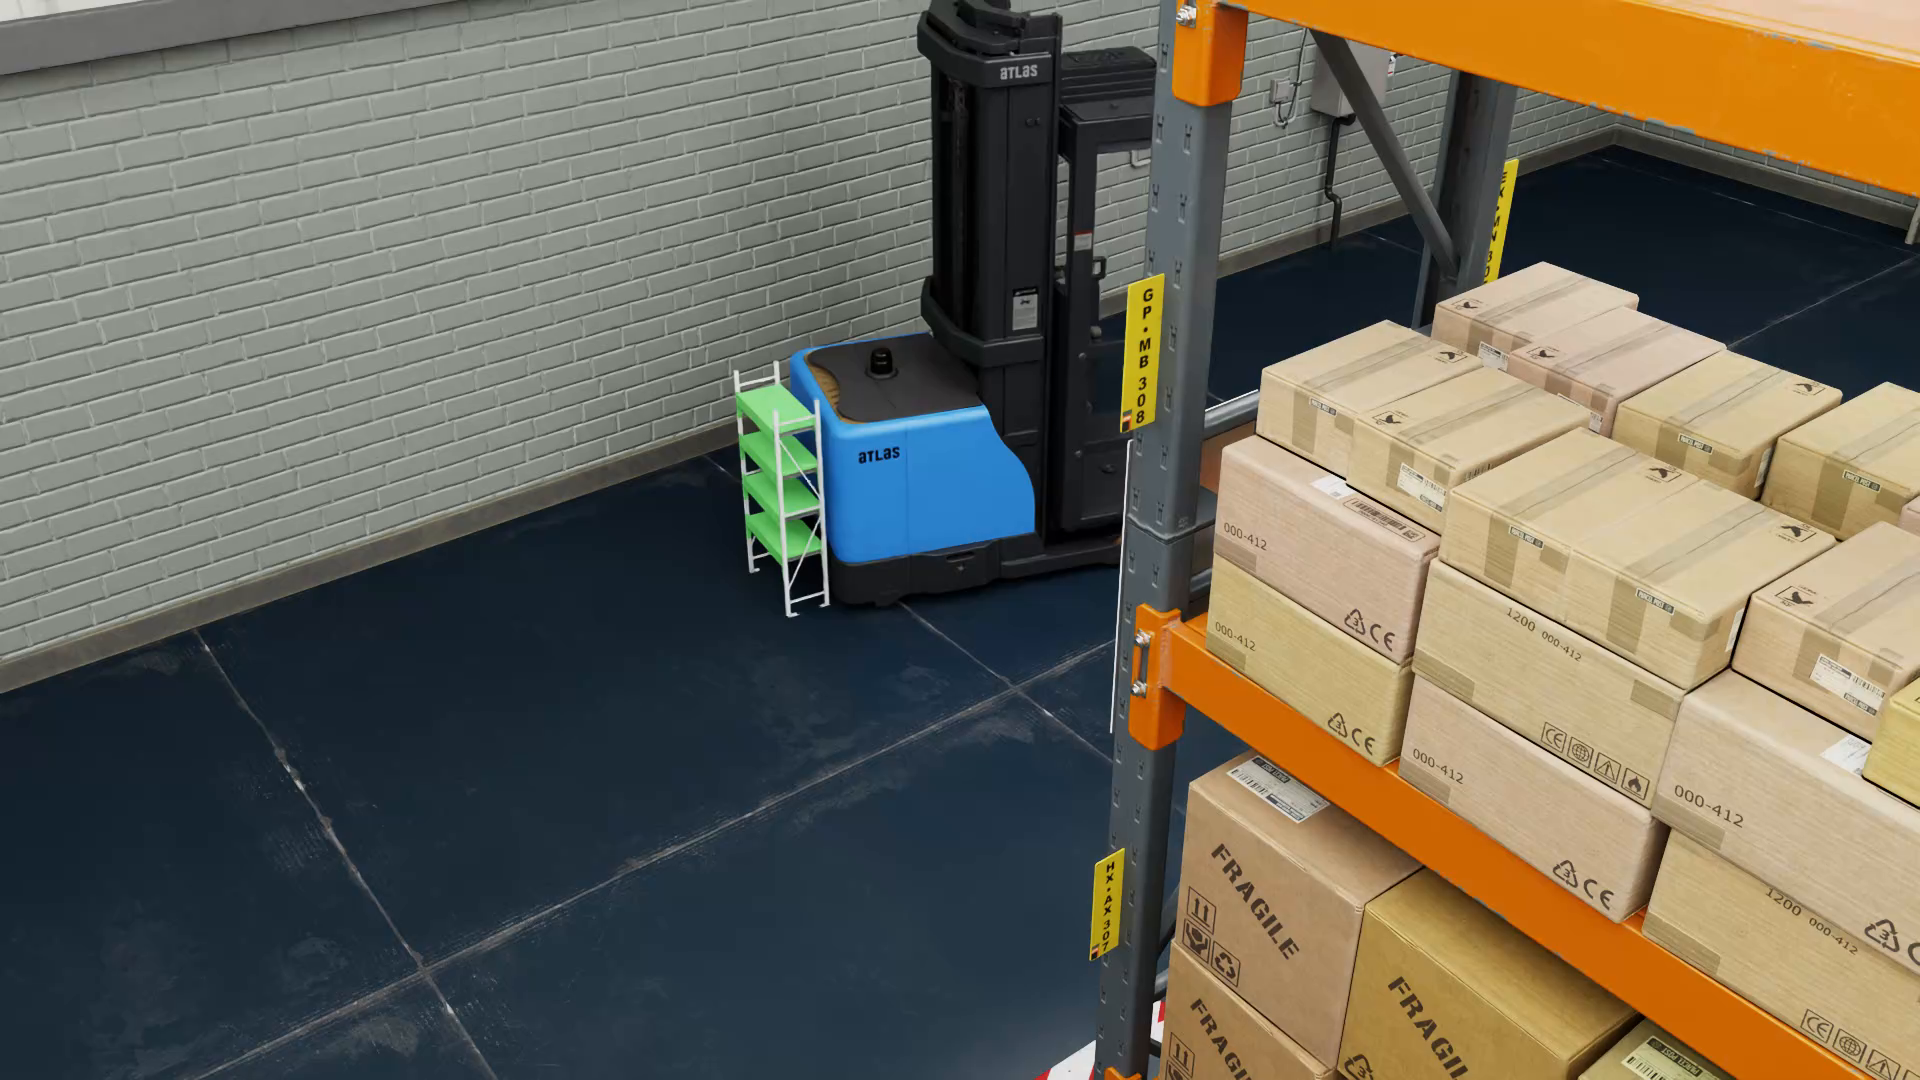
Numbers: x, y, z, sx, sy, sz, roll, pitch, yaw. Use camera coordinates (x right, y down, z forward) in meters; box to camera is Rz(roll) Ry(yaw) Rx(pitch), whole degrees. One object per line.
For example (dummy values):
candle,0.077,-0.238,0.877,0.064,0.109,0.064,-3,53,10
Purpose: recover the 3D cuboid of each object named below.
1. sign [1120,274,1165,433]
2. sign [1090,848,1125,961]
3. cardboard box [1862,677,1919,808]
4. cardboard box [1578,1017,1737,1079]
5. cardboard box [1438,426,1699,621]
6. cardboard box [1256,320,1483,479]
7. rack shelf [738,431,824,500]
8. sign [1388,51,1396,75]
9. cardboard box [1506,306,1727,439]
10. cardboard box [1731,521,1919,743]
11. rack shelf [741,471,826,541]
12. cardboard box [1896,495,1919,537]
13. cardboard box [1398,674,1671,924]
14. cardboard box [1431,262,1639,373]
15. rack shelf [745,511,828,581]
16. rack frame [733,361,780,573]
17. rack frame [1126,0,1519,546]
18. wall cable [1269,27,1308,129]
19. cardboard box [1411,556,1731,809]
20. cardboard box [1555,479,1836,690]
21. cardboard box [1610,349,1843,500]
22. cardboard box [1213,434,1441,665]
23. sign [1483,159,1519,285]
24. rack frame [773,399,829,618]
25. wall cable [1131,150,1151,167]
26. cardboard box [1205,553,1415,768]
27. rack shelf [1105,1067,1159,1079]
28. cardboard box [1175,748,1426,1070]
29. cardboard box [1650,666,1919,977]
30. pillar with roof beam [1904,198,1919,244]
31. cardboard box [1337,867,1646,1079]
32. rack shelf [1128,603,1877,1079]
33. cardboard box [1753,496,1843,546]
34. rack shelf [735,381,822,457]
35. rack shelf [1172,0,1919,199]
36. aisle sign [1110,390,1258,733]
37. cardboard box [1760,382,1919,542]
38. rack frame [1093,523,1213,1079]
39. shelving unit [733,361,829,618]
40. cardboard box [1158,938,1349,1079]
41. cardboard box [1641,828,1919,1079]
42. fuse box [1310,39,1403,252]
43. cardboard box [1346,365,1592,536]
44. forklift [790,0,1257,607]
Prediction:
sign,0.367,-0.372,3.334,0.100,0.325,0.005,-22,38,-31
sign,0.367,0.906,4.128,0.100,0.325,0.005,-22,38,-31
cardboard box,1.542,0.279,2.406,0.380,0.149,0.250,-21,38,-30
cardboard box,1.477,1.210,3.135,0.500,0.500,0.500,-23,39,-32
cardboard box,1.066,-0.037,2.913,0.380,0.149,0.250,-22,38,-31
cardboard box,0.815,-0.285,3.314,0.380,0.149,0.250,-23,38,-32
rack shelf,-0.910,-0.404,8.430,0.258,0.148,0.480,-16,35,-24
sign,3.180,-3.713,12.475,0.329,0.494,0.001,-22,38,-31
cardboard box,1.323,-0.323,3.375,0.380,0.149,0.250,-22,38,-31
cardboard box,1.455,0.138,2.632,0.380,0.149,0.250,-21,38,-30
rack shelf,-0.910,-0.200,8.556,0.258,0.148,0.480,-16,35,-24
cardboard box,1.819,-0.009,2.869,0.380,0.149,0.250,-23,39,-32
cardboard box,1.189,0.378,3.097,0.500,0.250,0.500,-21,37,-30
cardboard box,1.232,-0.451,3.580,0.380,0.149,0.250,-23,38,-32
rack shelf,-0.910,0.004,8.683,0.258,0.148,0.480,-16,35,-24
rack frame,-1.029,-0.367,8.704,0.240,1.200,0.015,-16,35,-24
rack frame,0.796,-1.450,3.056,1.000,3.000,0.127,-22,38,-31
wall cable,2.281,-3.783,11.535,0.588,1.984,0.122,-22,38,-31
cardboard box,1.181,0.159,2.975,0.500,0.250,0.500,-23,38,-32
cardboard box,1.214,0.065,2.750,0.380,0.149,0.250,-22,38,-31
cardboard box,1.464,-0.209,3.192,0.380,0.149,0.250,-24,39,-33
cardboard box,0.866,-0.054,3.319,0.500,0.250,0.500,-22,38,-31
sign,1.247,-0.723,3.890,0.100,0.325,0.005,-22,38,-31
rack frame,-0.791,-0.142,8.341,0.240,1.200,0.015,-16,35,-24
wall cable,1.168,-3.333,10.780,0.585,1.953,0.123,-22,38,-31
cardboard box,0.869,0.157,3.453,0.500,0.250,0.500,-21,37,-30
rack shelf,2.022,2.237,3.487,1.077,0.370,4.000,-22,38,-31
cardboard box,0.861,0.778,3.831,0.500,0.500,0.500,-23,38,-32
cardboard box,1.481,0.374,2.630,0.500,0.250,0.500,-22,38,-31
pillar with roof beam,4.221,-4.724,8.327,9.100,9.000,0.400,-22,38,-31
cardboard box,1.176,0.986,3.495,0.500,0.500,0.500,-21,38,-30
rack shelf,2.022,0.963,2.695,1.077,0.370,4.000,-22,38,-31
cardboard box,1.594,-0.002,3.236,0.500,0.250,0.500,-23,39,-33
rack shelf,-0.910,-0.608,8.303,0.258,0.148,0.480,-16,35,-24
rack shelf,2.022,-0.310,1.905,1.077,0.370,4.000,-22,38,-31
aisle sign,0.514,0.060,3.846,0.394,0.787,0.004,-22,38,-31
cardboard box,1.711,-0.134,3.071,0.380,0.149,0.250,-22,38,-31
rack frame,0.796,1.098,4.639,1.000,3.000,0.127,-22,38,-31
shelving unit,-0.910,-0.254,8.522,0.258,1.200,0.503,-16,35,-24
cardboard box,0.853,1.206,4.089,0.500,0.500,0.500,-20,37,-29
cardboard box,1.515,0.589,2.758,0.500,0.250,0.500,-24,39,-33
fuse box,2.917,-2.959,12.393,0.539,1.711,0.414,-22,38,-31
cardboard box,0.957,-0.174,3.134,0.380,0.149,0.250,-21,37,-30
forklift,0.656,-1.355,8.653,3.031,2.935,1.130,-10,33,-16
